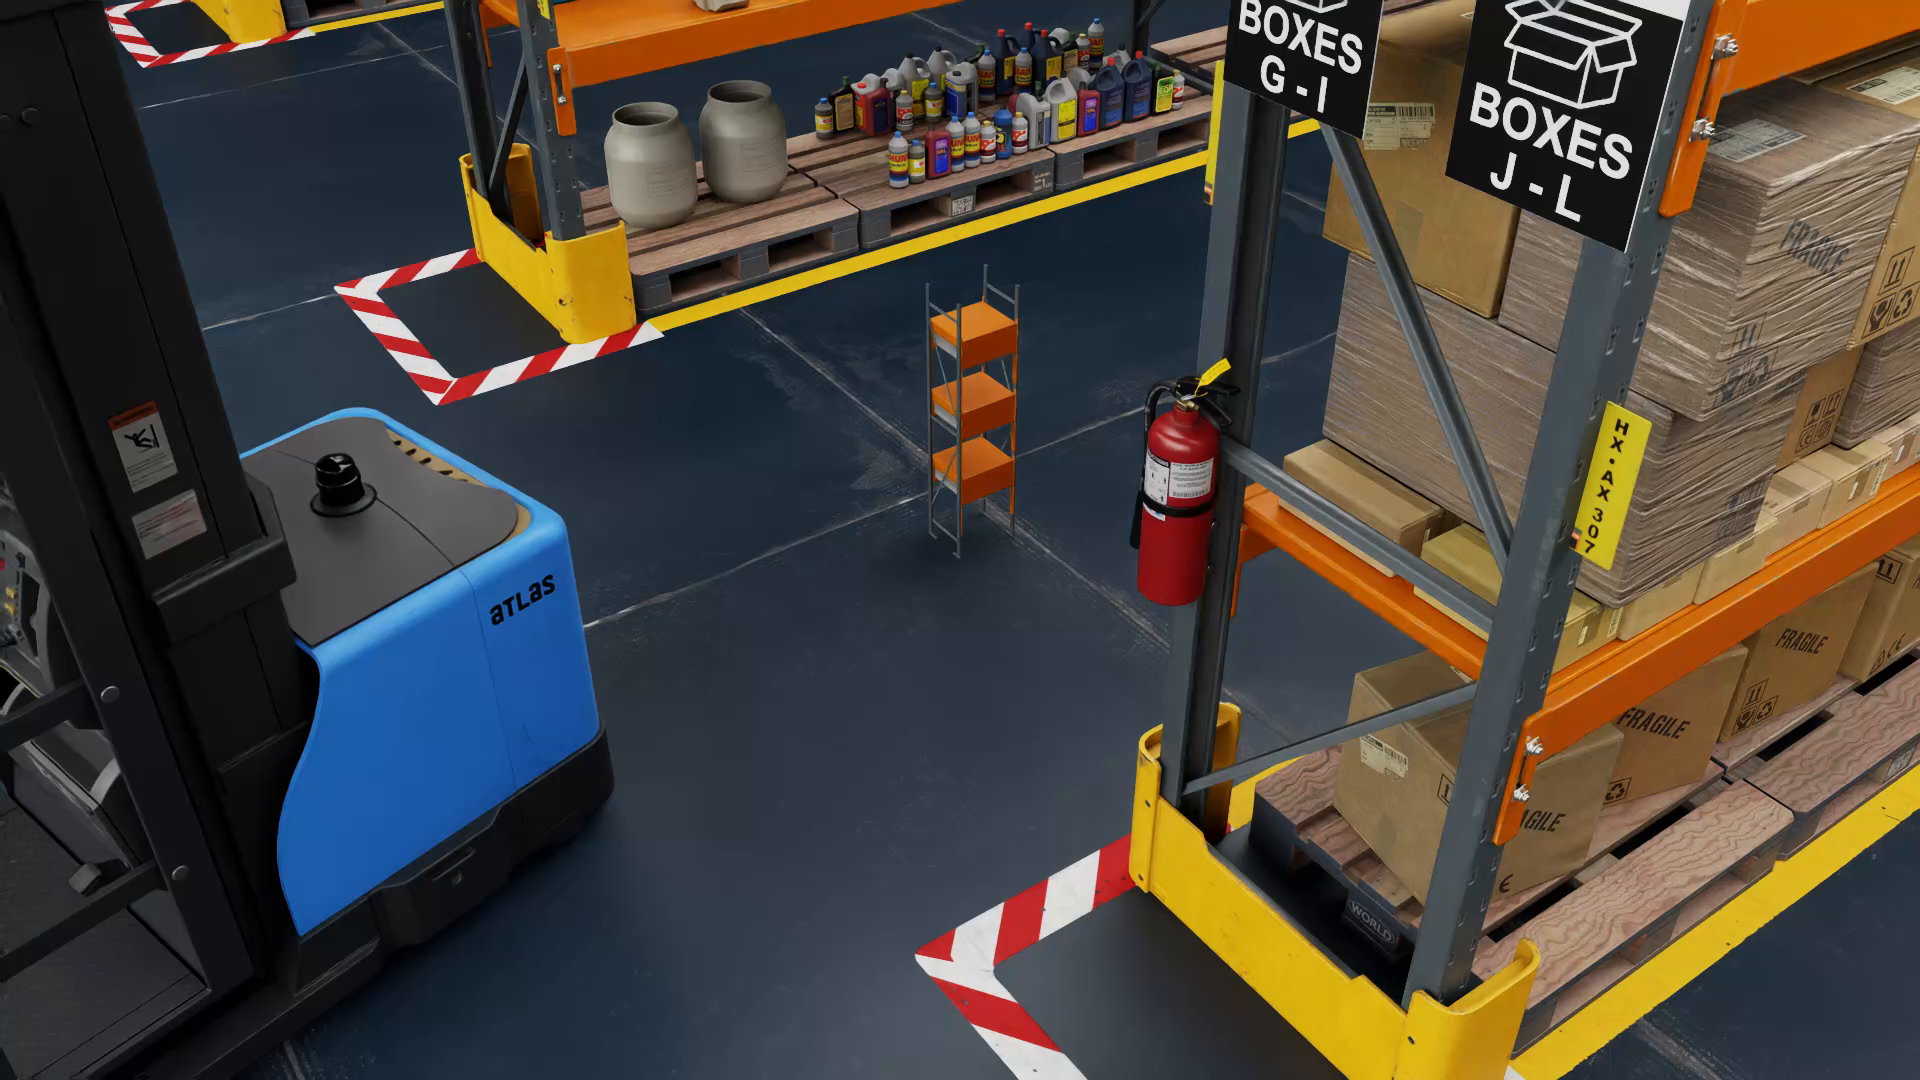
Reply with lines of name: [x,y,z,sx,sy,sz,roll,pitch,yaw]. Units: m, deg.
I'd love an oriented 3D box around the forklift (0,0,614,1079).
forklift: [-2.385,0.100,3.601,1.130,2.935,3.031,26,43,31]

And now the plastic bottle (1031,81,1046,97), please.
plastic bottle: [0.440,-2.304,8.834,0.133,0.283,0.061,-22,41,-28]

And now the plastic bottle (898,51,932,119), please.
plastic bottle: [-0.251,-2.476,9.016,0.185,0.351,0.144,-21,41,-26]

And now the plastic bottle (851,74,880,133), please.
plastic bottle: [-0.498,-2.342,8.893,0.135,0.276,0.152,-22,41,-28]

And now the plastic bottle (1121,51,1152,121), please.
plastic bottle: [0.941,-2.464,9.000,0.185,0.351,0.144,-24,42,-29]

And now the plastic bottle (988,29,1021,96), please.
plastic bottle: [0.248,-2.682,9.302,0.185,0.351,0.144,-24,42,-30]

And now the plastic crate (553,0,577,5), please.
plastic crate: [-1.731,-2.621,7.452,0.616,0.251,0.499,-22,41,-28]

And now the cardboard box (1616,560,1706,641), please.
cardboard box: [1.471,0.039,3.842,0.250,0.149,0.380,-22,41,-28]

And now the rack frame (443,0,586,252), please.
rack frame: [-1.968,-2.370,6.976,0.127,3.000,1.000,-22,41,-28]

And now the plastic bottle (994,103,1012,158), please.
plastic bottle: [0.221,-2.119,8.587,0.097,0.271,0.097,0,36,0]

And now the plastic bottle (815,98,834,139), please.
plastic bottle: [-0.719,-2.240,8.815,0.097,0.201,0.097,0,36,0]

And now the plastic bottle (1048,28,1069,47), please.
plastic bottle: [0.540,-2.769,9.486,0.135,0.276,0.152,-21,41,-26]

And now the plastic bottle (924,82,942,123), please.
plastic bottle: [-0.146,-2.373,9.000,0.097,0.201,0.097,0,36,0]

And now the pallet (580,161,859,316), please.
pallet: [-1.266,-1.557,8.234,1.213,0.211,1.003,-22,41,-28]

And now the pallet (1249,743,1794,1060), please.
pallet: [1.632,0.844,4.896,1.213,0.211,1.003,-22,41,-28]

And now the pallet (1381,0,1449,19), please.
pallet: [2.919,-3.279,10.628,1.213,0.211,1.003,-22,41,-28]

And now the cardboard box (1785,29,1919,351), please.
cardboard box: [1.904,-0.793,3.587,0.500,0.500,0.500,-22,41,-28]

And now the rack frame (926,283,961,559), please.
rack frame: [-0.056,-0.403,5.911,0.008,1.050,0.200,-22,41,-28]

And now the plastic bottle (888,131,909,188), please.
plastic bottle: [-0.307,-1.902,8.286,0.097,0.271,0.097,0,36,0]

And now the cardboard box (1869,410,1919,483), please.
cardboard box: [2.273,-0.310,4.327,0.250,0.149,0.380,-22,41,-28]

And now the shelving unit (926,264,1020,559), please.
shelving unit: [0.044,-0.444,5.968,0.252,1.050,0.215,-22,41,-28]

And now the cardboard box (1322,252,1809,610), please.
cardboard box: [1.351,-0.339,3.812,0.500,0.500,0.875,-22,41,-28]

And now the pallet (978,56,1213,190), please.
pallet: [0.728,-2.377,9.375,1.213,0.211,1.003,-22,41,-28]

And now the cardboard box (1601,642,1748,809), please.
cardboard box: [1.874,0.419,4.880,0.500,0.500,0.500,-12,37,-16]

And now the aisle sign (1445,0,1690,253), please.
aisle sign: [1.007,-0.898,2.702,0.004,0.787,0.394,-22,41,-28]

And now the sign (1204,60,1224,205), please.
sign: [0.582,-0.876,3.637,0.005,0.325,0.100,-22,41,-28]

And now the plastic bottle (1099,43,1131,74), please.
plastic bottle: [0.858,-2.533,9.095,0.185,0.351,0.144,-22,41,-28]

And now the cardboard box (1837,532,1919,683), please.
cardboard box: [2.879,0.051,5.392,0.500,0.500,0.500,-26,43,-32]

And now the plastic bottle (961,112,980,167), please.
plastic bottle: [0.055,-2.051,8.493,0.097,0.271,0.097,0,36,0]

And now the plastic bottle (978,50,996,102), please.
plastic bottle: [0.150,-2.582,9.231,0.097,0.271,0.097,0,36,0]

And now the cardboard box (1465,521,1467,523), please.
cardboard box: [1.204,-0.182,4.150,0.250,0.149,0.380,-22,41,-28]

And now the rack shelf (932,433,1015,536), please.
rack shelf: [0.044,-0.210,6.137,0.240,0.259,0.215,-22,41,-28]

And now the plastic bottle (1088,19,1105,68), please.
plastic bottle: [0.788,-2.888,9.657,0.097,0.271,0.097,0,36,0]

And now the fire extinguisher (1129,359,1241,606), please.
fire extinguisher: [0.526,-0.156,3.964,0.183,0.674,0.296,-22,41,-28]

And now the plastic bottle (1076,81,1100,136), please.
plastic bottle: [0.675,-2.298,8.826,0.133,0.283,0.061,-20,40,-25]

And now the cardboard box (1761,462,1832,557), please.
cardboard box: [1.876,-0.132,4.080,0.250,0.149,0.380,-22,41,-28]

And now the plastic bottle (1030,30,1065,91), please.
plastic bottle: [0.486,-2.676,9.294,0.185,0.351,0.144,-22,41,-28]

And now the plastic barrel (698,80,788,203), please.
plastic barrel: [-1.064,-1.957,8.173,0.421,0.512,0.421,0,36,0]

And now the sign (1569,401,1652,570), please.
sign: [1.198,-0.099,3.077,0.005,0.325,0.100,-22,41,-28]

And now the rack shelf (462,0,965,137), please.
rack shelf: [-0.333,-2.751,8.122,4.000,0.370,1.077,-22,41,-28]

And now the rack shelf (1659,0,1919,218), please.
rack shelf: [2.520,-1.605,3.959,4.000,0.370,1.077,-22,41,-28]

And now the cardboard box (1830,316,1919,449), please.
cardboard box: [2.124,-0.712,4.331,0.500,0.500,0.875,-22,41,-28]

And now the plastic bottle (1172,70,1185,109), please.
plastic bottle: [1.184,-2.487,9.159,0.097,0.201,0.097,0,36,0]

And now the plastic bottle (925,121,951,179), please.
plastic bottle: [-0.111,-1.974,8.376,0.133,0.283,0.061,-22,41,-27]

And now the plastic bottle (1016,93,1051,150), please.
plastic bottle: [0.385,-2.208,8.707,0.135,0.276,0.152,-22,41,-27]

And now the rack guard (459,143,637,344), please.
rack guard: [-1.933,-1.403,7.773,0.348,0.500,1.175,-22,41,-28]
